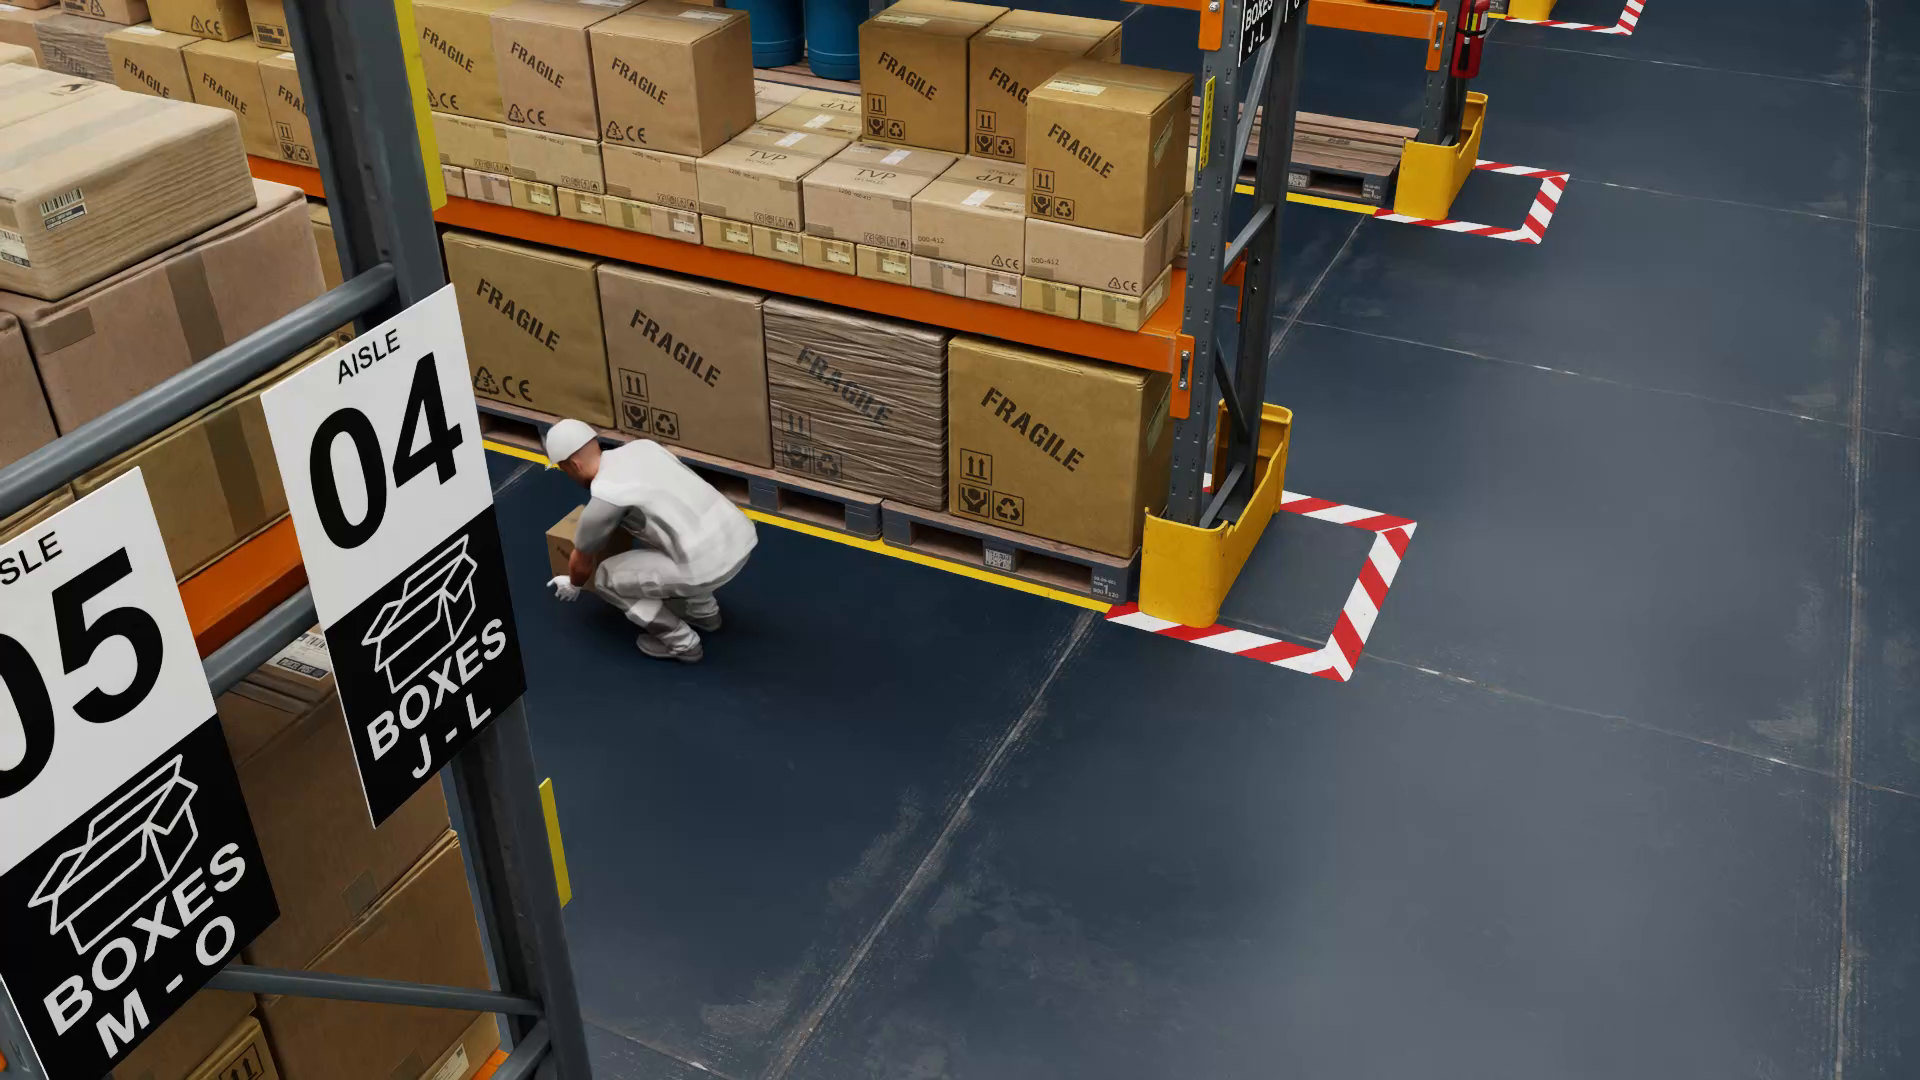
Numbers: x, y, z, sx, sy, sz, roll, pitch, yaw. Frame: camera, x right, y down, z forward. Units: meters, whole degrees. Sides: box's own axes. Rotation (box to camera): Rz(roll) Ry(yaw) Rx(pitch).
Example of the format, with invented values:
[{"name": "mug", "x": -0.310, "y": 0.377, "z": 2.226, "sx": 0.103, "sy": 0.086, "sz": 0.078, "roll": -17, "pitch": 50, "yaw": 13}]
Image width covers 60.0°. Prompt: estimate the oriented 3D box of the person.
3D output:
[{"name": "person", "x": -1.285, "y": -0.010, "z": 6.857, "sx": 0.875, "sy": 0.999, "sz": 0.569, "roll": 14, "pitch": 36, "yaw": 20}]
